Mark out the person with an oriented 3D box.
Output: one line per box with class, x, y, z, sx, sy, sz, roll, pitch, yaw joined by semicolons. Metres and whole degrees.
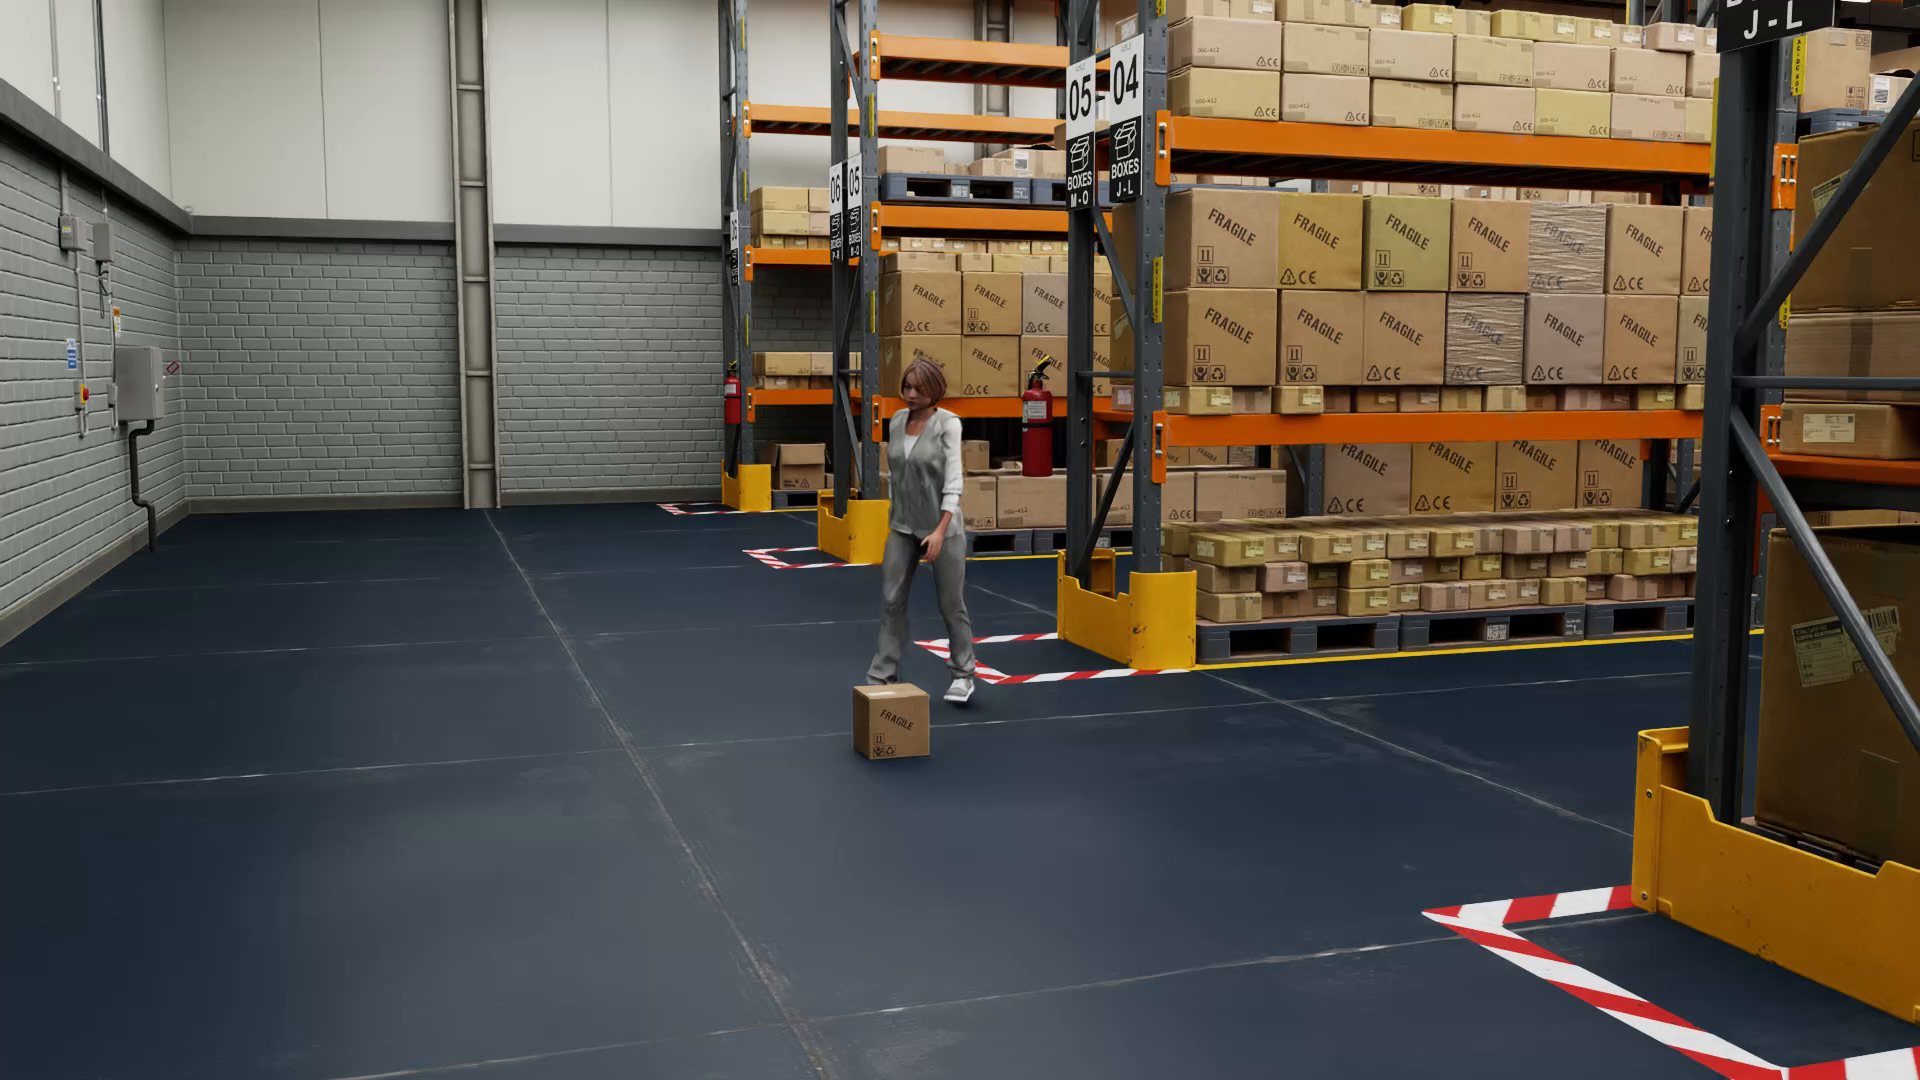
person;-0.156;-0.029;7.483;0.458;1.567;0.645;3;7;27
